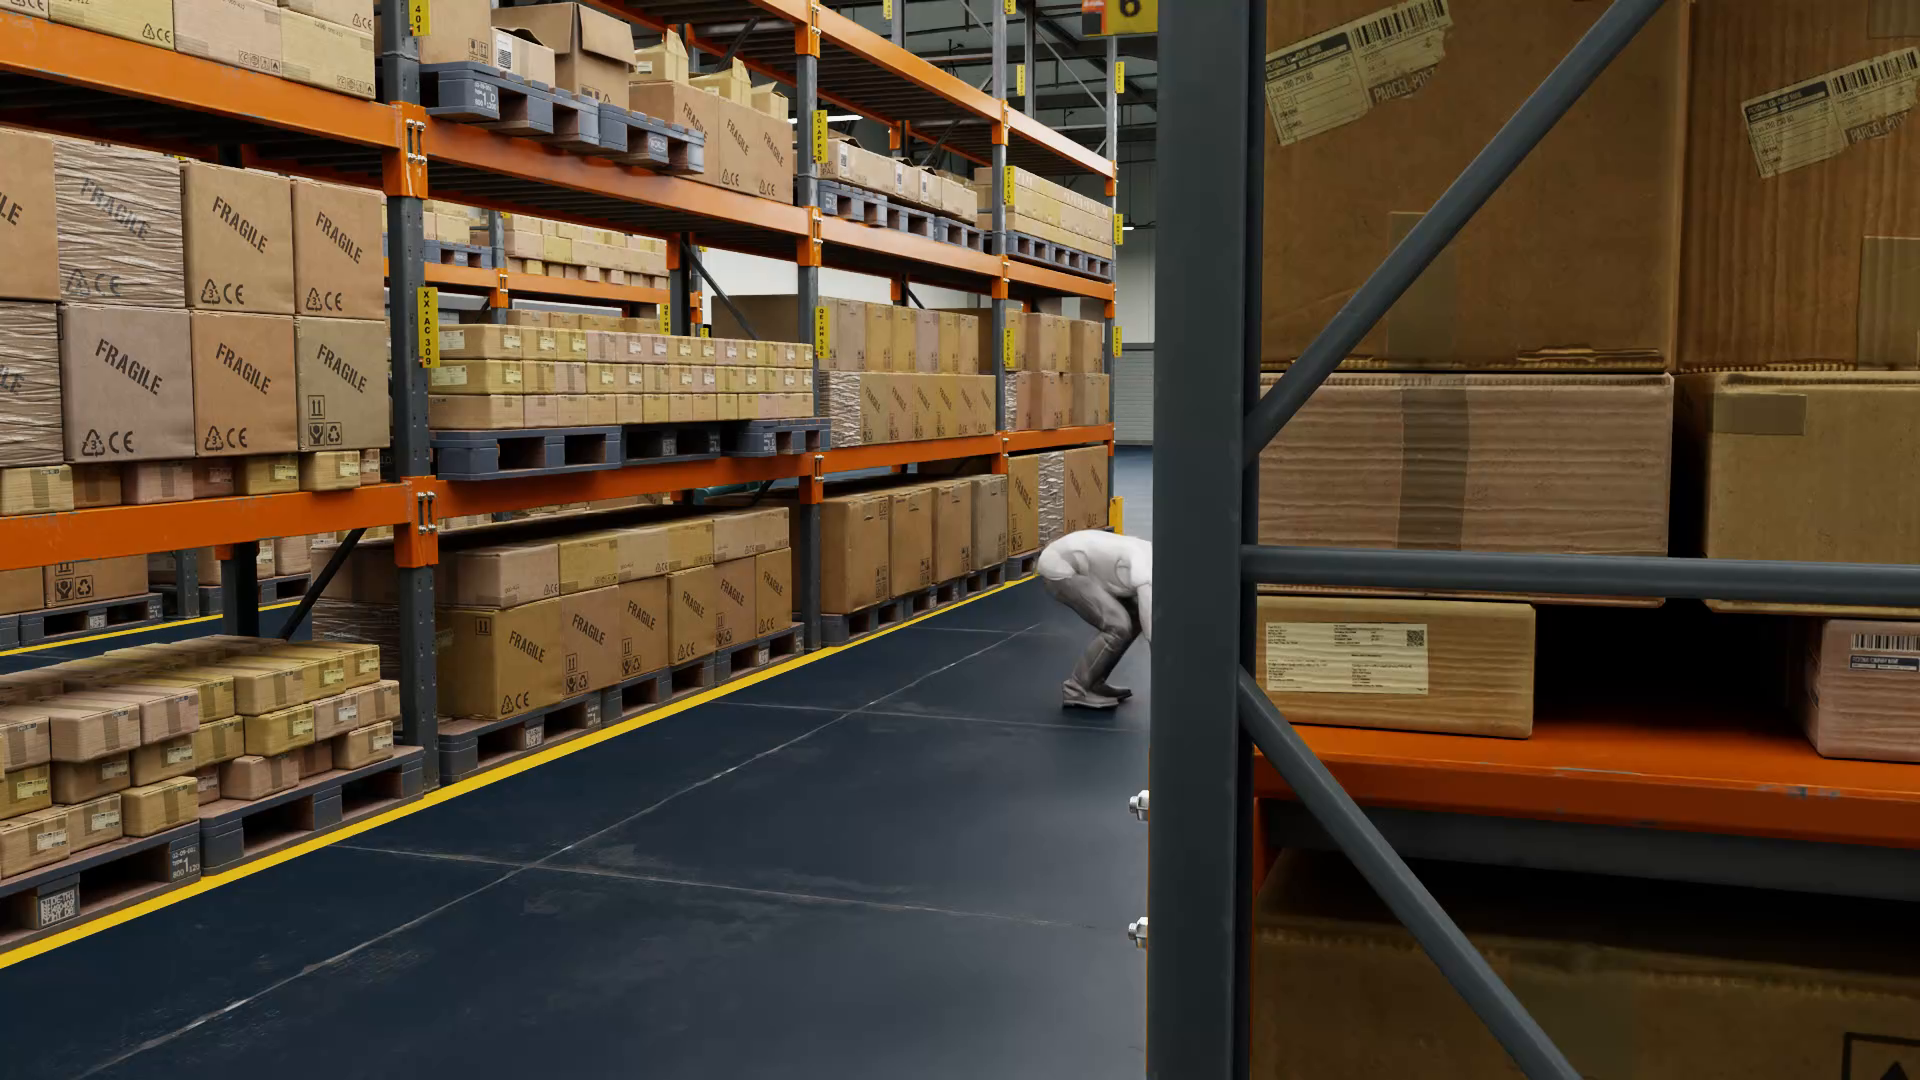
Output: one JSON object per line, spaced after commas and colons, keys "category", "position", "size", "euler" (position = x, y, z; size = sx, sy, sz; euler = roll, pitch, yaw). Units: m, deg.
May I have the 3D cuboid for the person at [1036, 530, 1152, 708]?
{"category": "person", "position": [0.901, 0.415, 8.862], "size": [0.974, 0.938, 0.505], "euler": [1, 5, 16]}
